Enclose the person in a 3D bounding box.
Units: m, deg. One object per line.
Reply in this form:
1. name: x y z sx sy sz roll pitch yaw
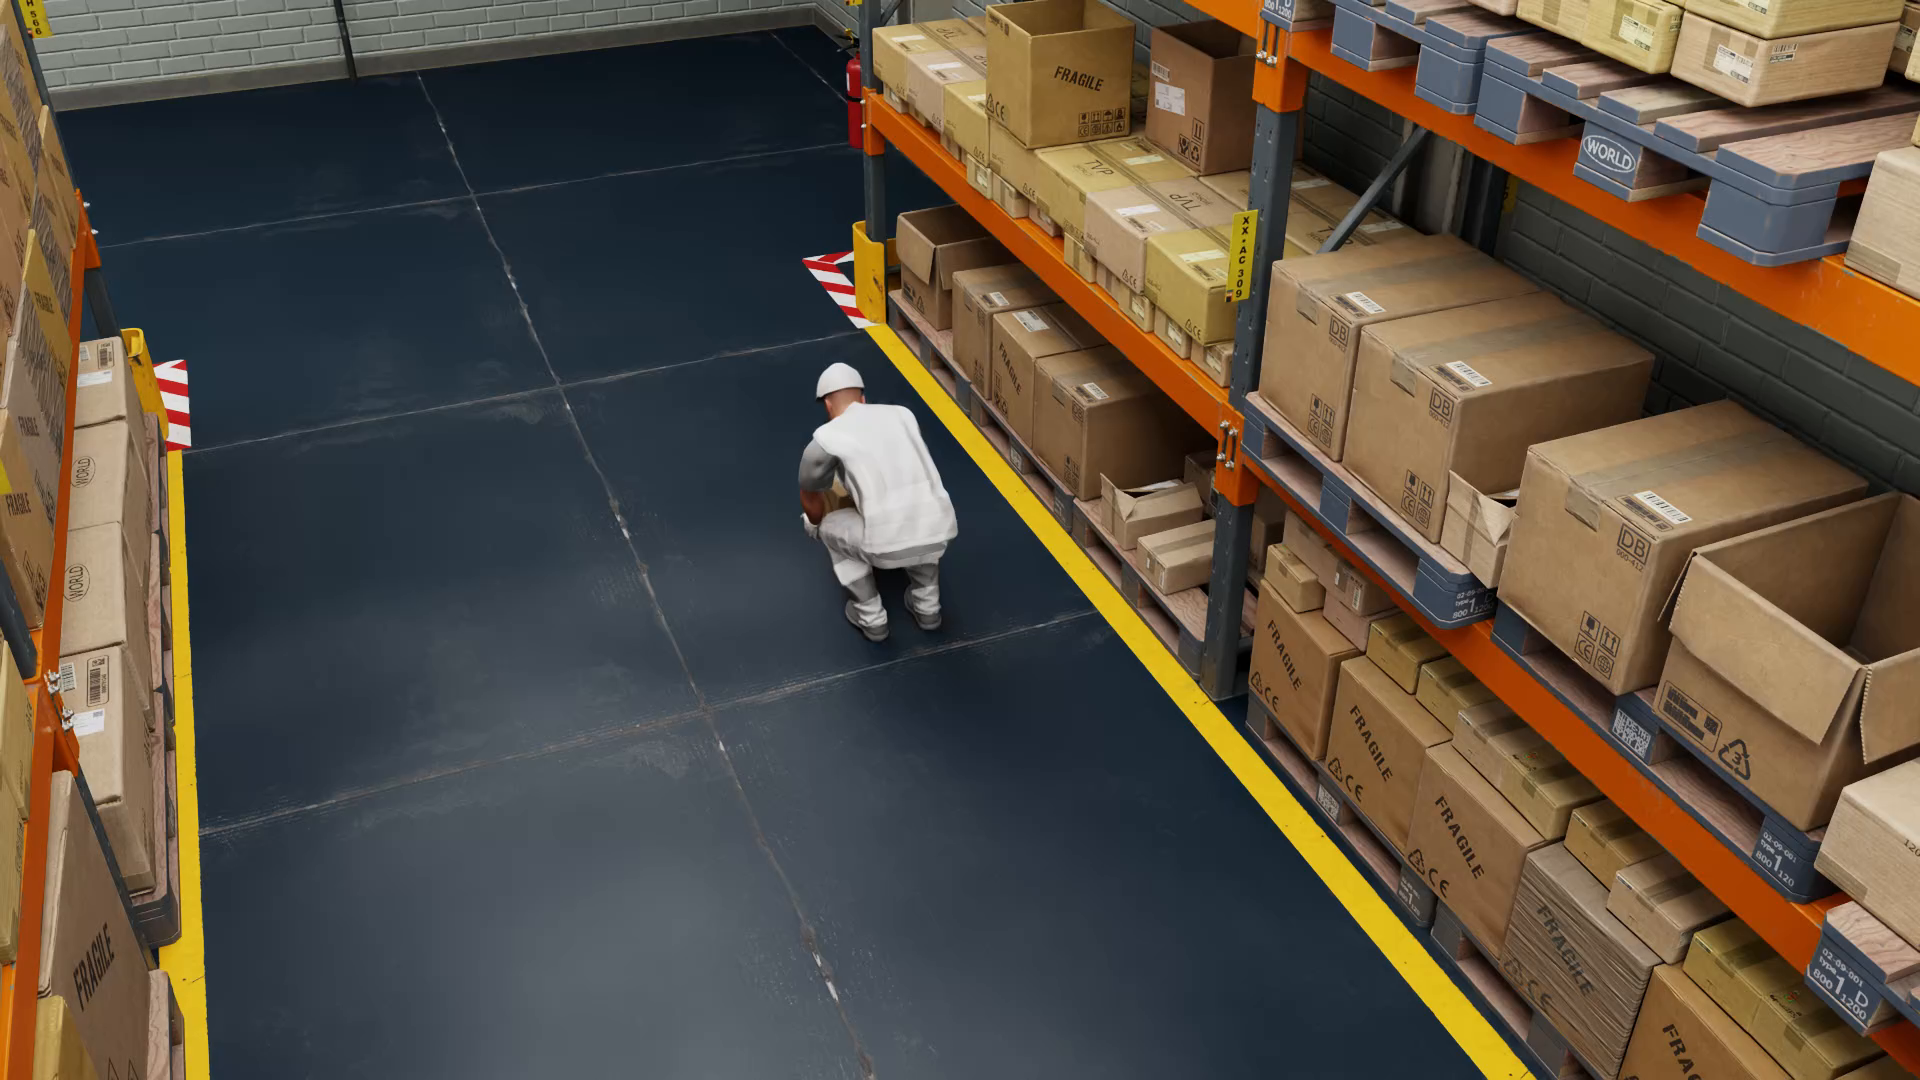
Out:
1. person: -0.356 -0.142 7.009 0.575 1.056 0.867 -13 35 -19
